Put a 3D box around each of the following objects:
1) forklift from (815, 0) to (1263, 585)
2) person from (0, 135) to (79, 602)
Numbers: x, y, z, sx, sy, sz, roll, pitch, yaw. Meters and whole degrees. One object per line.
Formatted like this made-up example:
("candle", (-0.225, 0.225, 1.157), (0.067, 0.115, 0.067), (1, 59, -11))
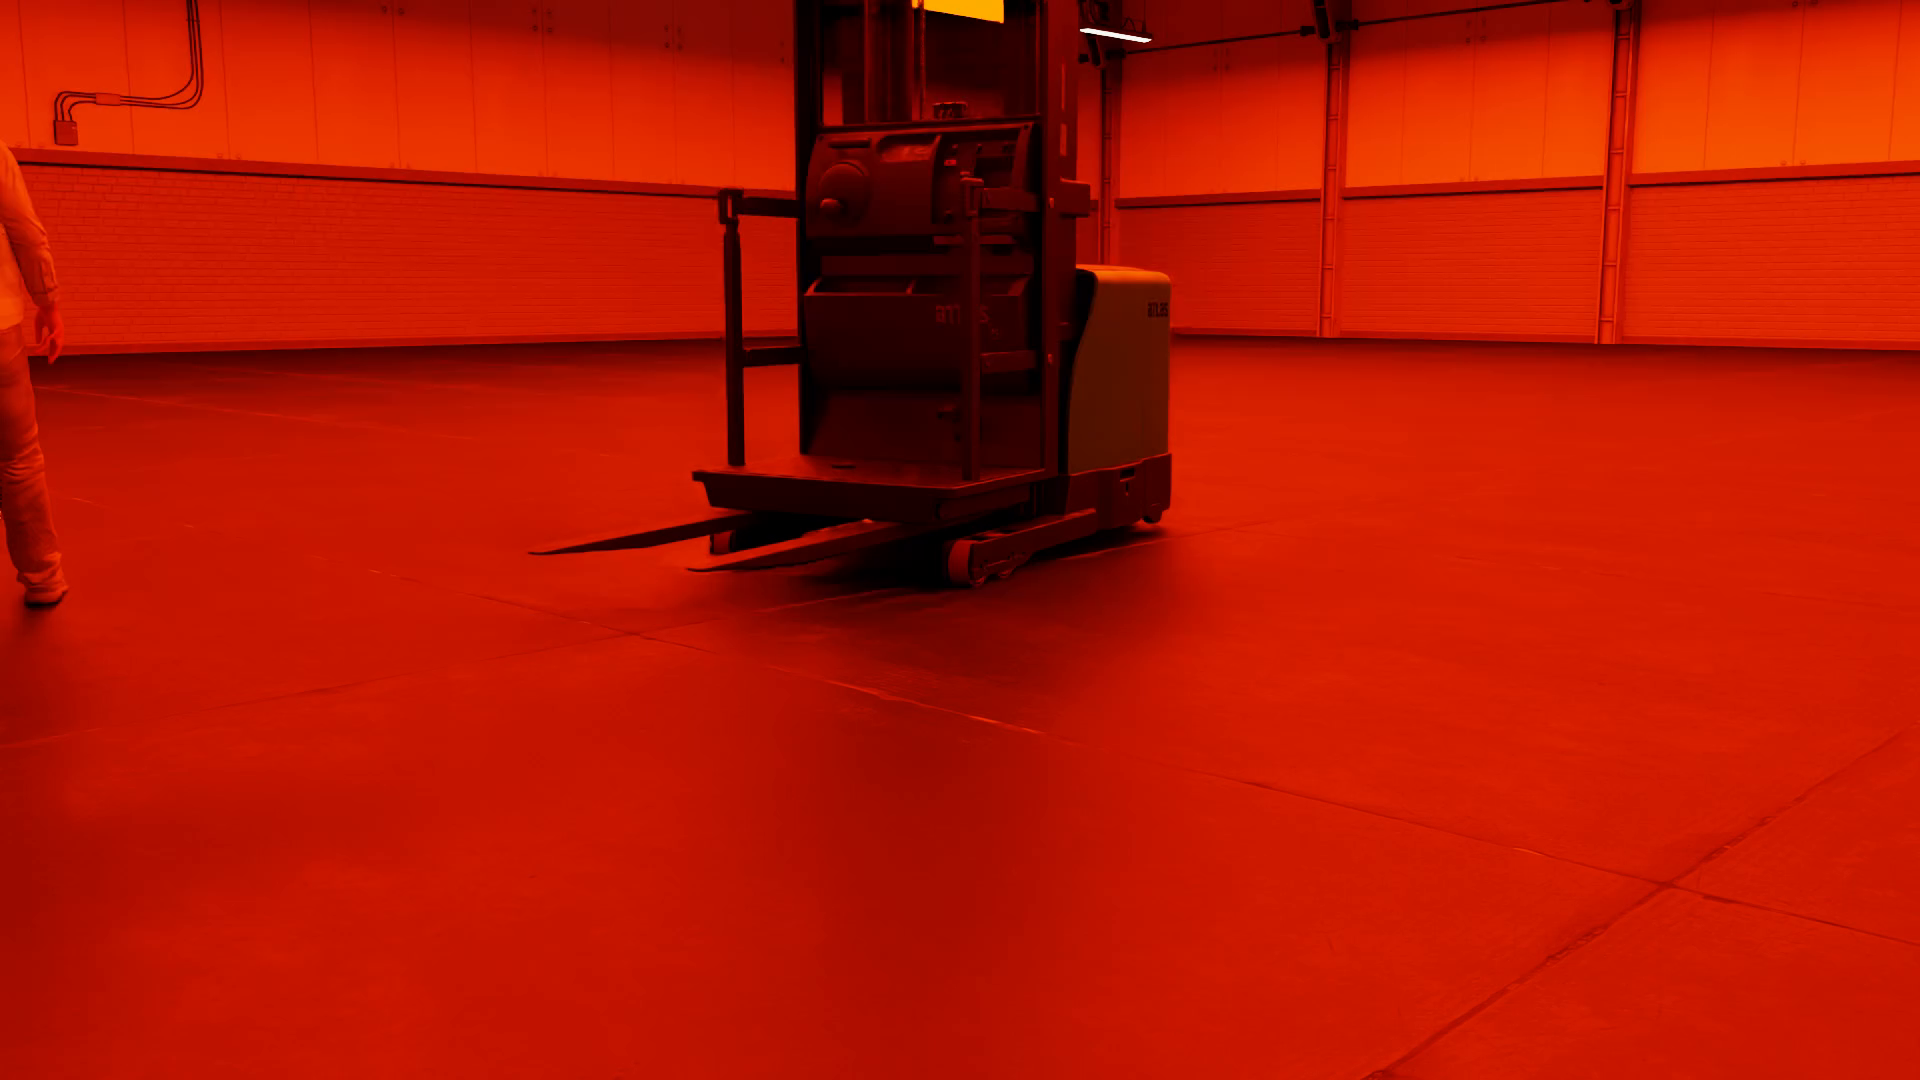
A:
("forklift", (0.189, -1.355, 5.872), (1.130, 2.935, 3.031), (-2, 9, -13))
("person", (-3.114, -0.661, 5.099), (0.629, 1.773, 0.569), (-5, 10, -30))
